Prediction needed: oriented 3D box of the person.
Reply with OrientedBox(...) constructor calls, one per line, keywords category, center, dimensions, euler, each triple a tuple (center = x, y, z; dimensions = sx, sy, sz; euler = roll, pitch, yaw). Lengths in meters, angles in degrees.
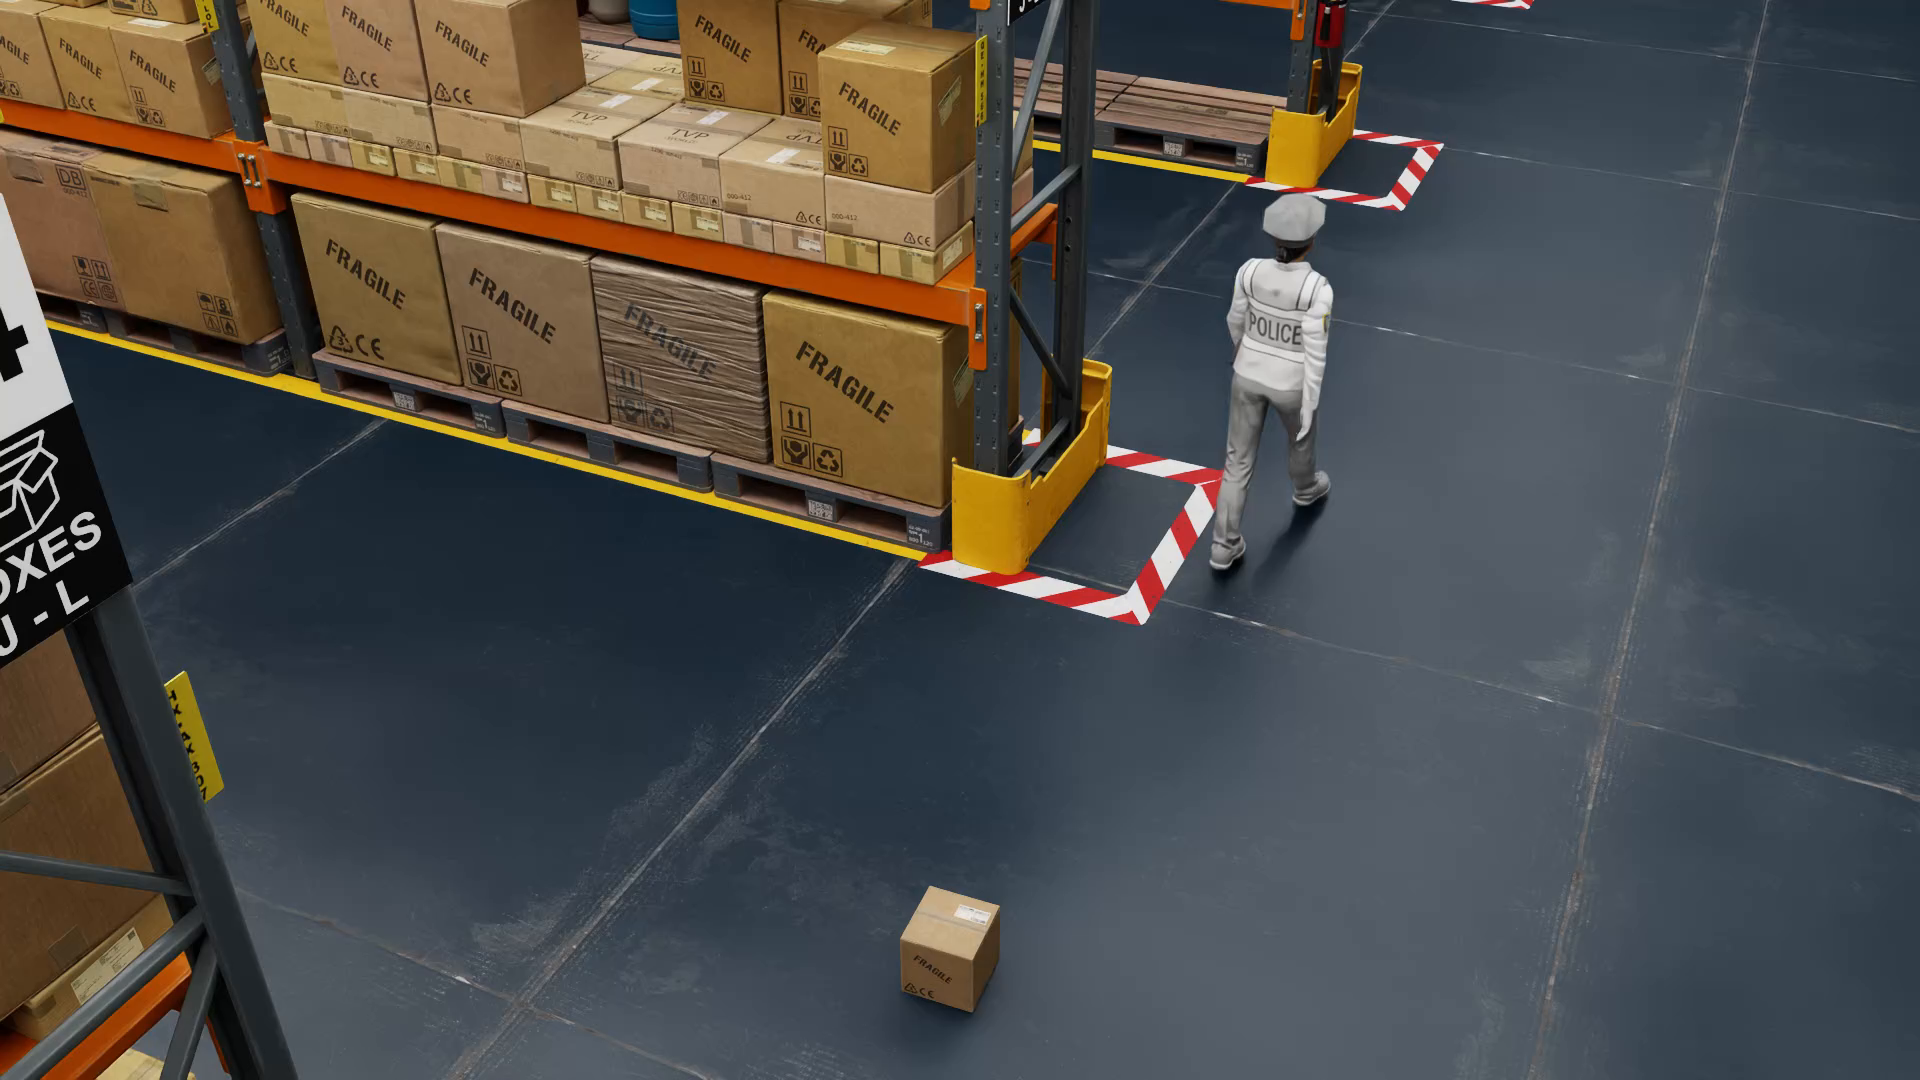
OrientedBox(category="person", center=(1.387, -0.753, 7.212), dimensions=(0.489, 1.638, 0.962), euler=(16, 37, 22))
